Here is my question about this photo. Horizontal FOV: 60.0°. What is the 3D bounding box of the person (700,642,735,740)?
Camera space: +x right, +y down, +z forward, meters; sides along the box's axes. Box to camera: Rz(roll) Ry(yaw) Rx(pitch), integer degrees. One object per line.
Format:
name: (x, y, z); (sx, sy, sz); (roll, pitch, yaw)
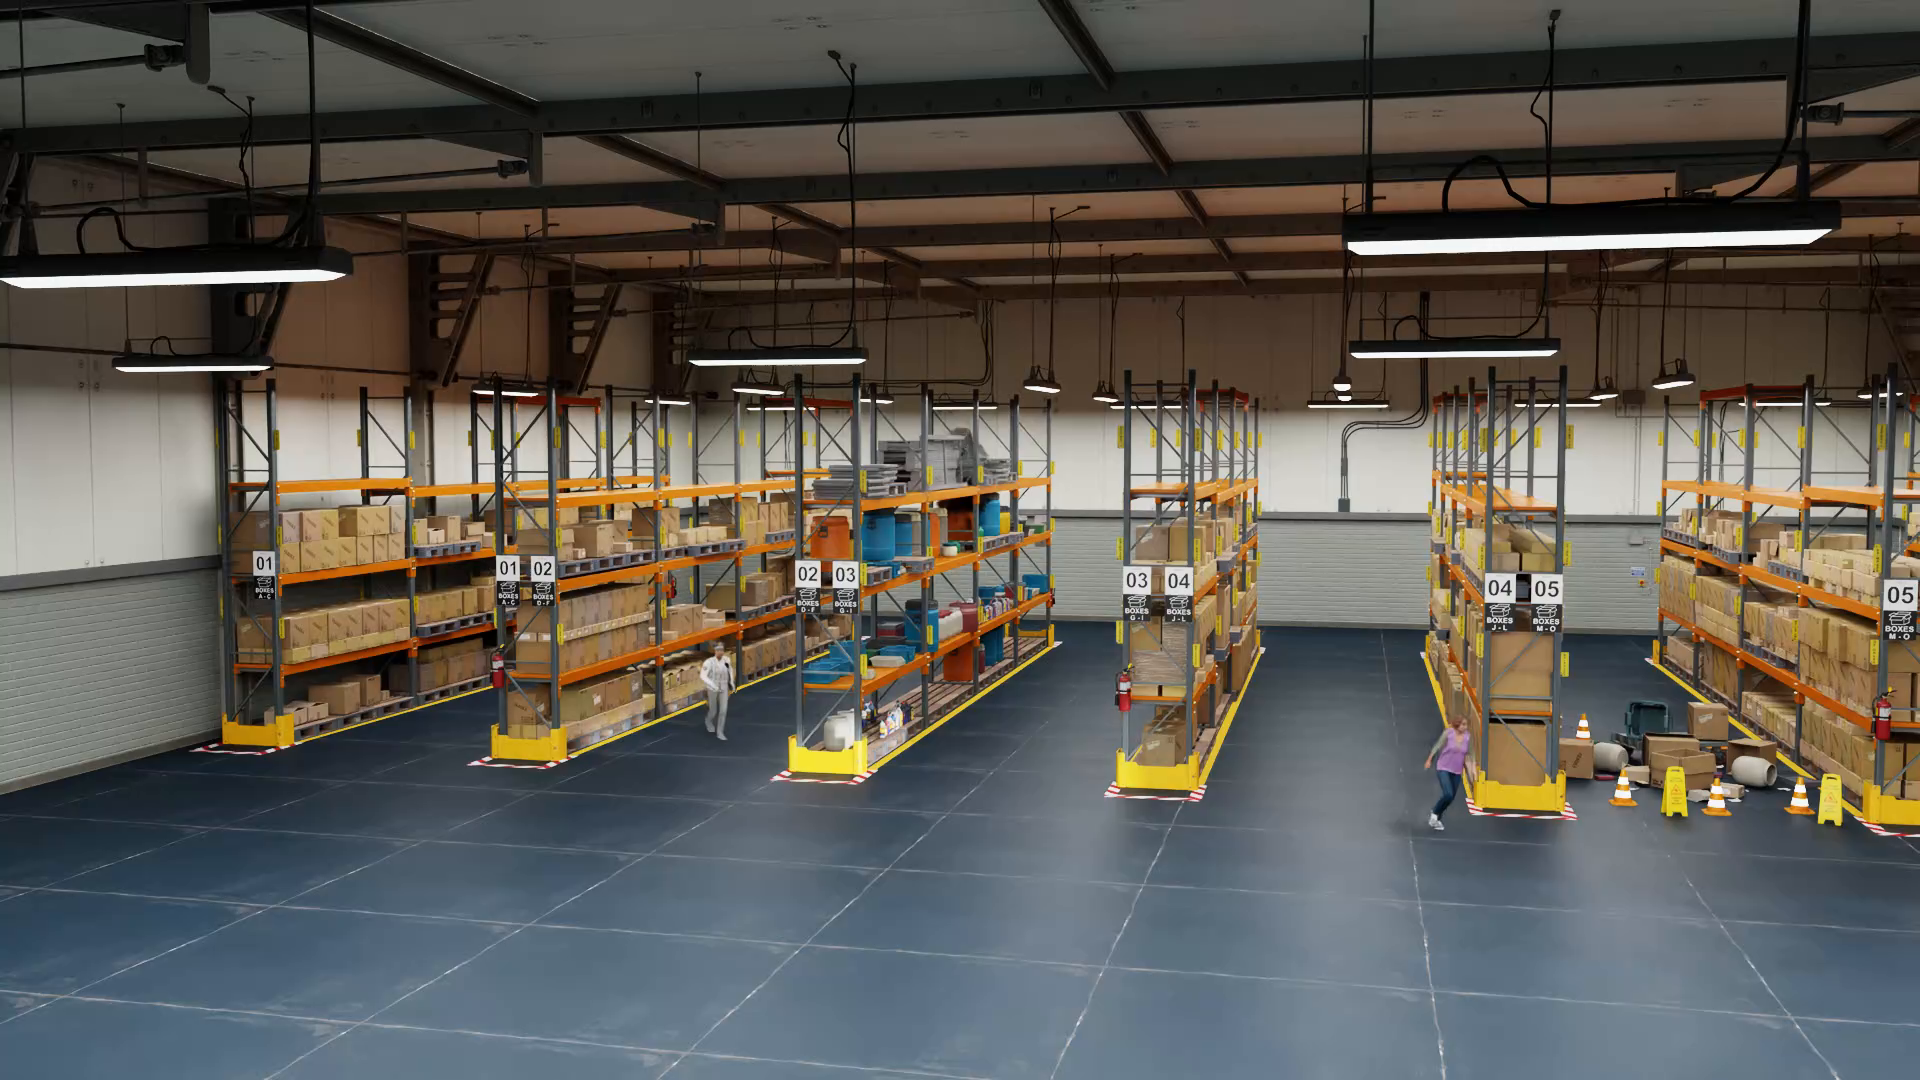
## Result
person: (-4.104, 2.508, 27.999); (0.614, 1.650, 0.781); (-2, 4, -24)

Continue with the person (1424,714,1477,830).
person: (6.275, 2.960, 21.204); (0.518, 1.538, 0.697); (-1, 4, -15)
